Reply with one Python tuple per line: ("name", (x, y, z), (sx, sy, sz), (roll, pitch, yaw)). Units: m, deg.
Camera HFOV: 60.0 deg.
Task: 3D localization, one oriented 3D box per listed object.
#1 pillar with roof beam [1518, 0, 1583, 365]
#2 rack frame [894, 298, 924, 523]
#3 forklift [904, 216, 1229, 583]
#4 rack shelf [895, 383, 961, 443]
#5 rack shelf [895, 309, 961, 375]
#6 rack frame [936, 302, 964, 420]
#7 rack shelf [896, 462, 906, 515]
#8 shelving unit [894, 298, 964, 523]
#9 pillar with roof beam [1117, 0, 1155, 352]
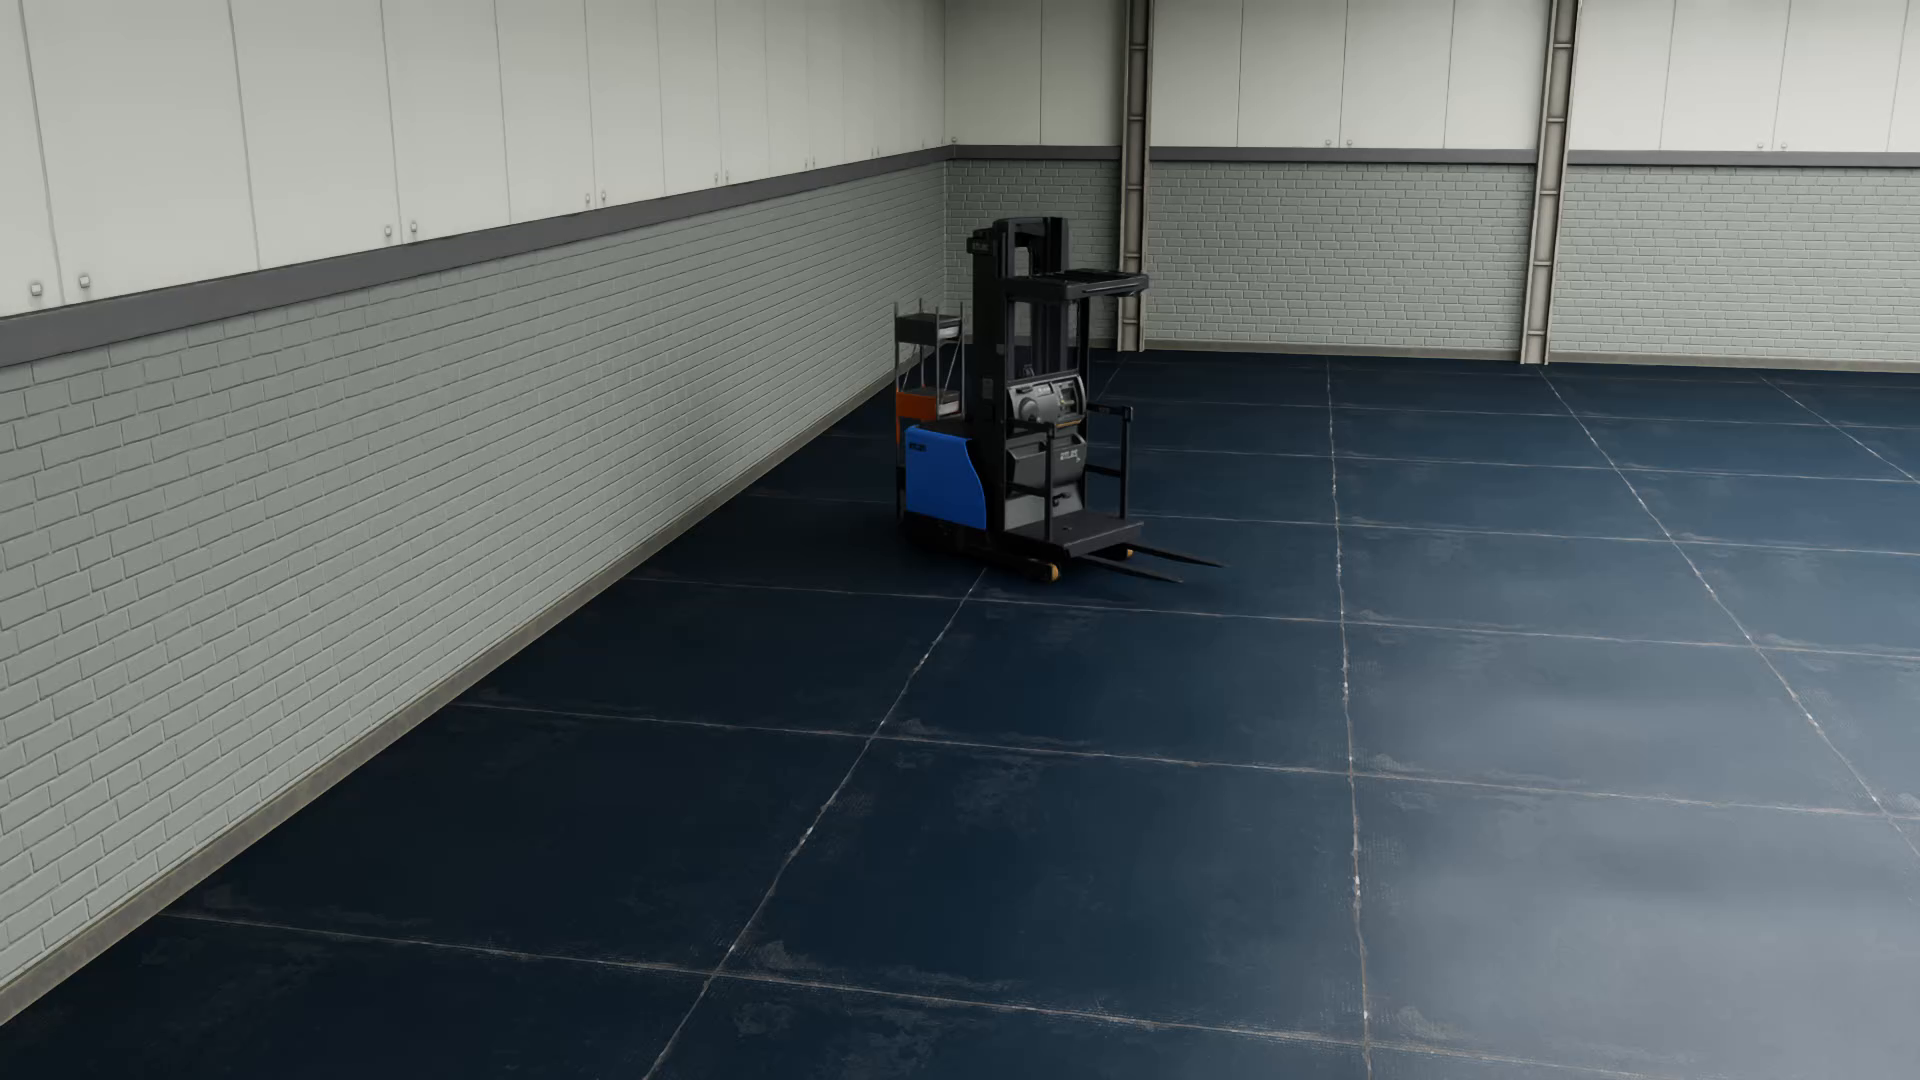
("pillar with roof beam", (7.688, -5.859, 19.546), (0.400, 9.000, 9.100), (3, 16, 11))
("rack frame", (-0.475, -1.216, 15.707), (0.015, 2.100, 0.400), (12, 19, 36))
("forklift", (0.897, -1.210, 14.128), (3.031, 2.935, 1.130), (15, 21, 43))
("rack shelf", (-0.283, -1.163, 15.566), (0.480, 0.518, 0.431), (12, 19, 36))
("rack shelf", (-0.283, -1.838, 15.379), (0.480, 0.518, 0.431), (12, 19, 36))
("rack frame", (-0.091, -1.136, 15.417), (0.015, 2.100, 0.400), (12, 19, 36))
("rack shelf", (-0.283, -0.488, 15.753), (0.480, 0.518, 0.431), (12, 19, 36))
("shelving unit", (-0.283, -1.176, 15.562), (0.503, 2.100, 0.431), (12, 19, 36))
("pillar with roof beam", (1.808, -6.179, 20.698), (0.400, 9.000, 9.100), (3, 16, 11))
